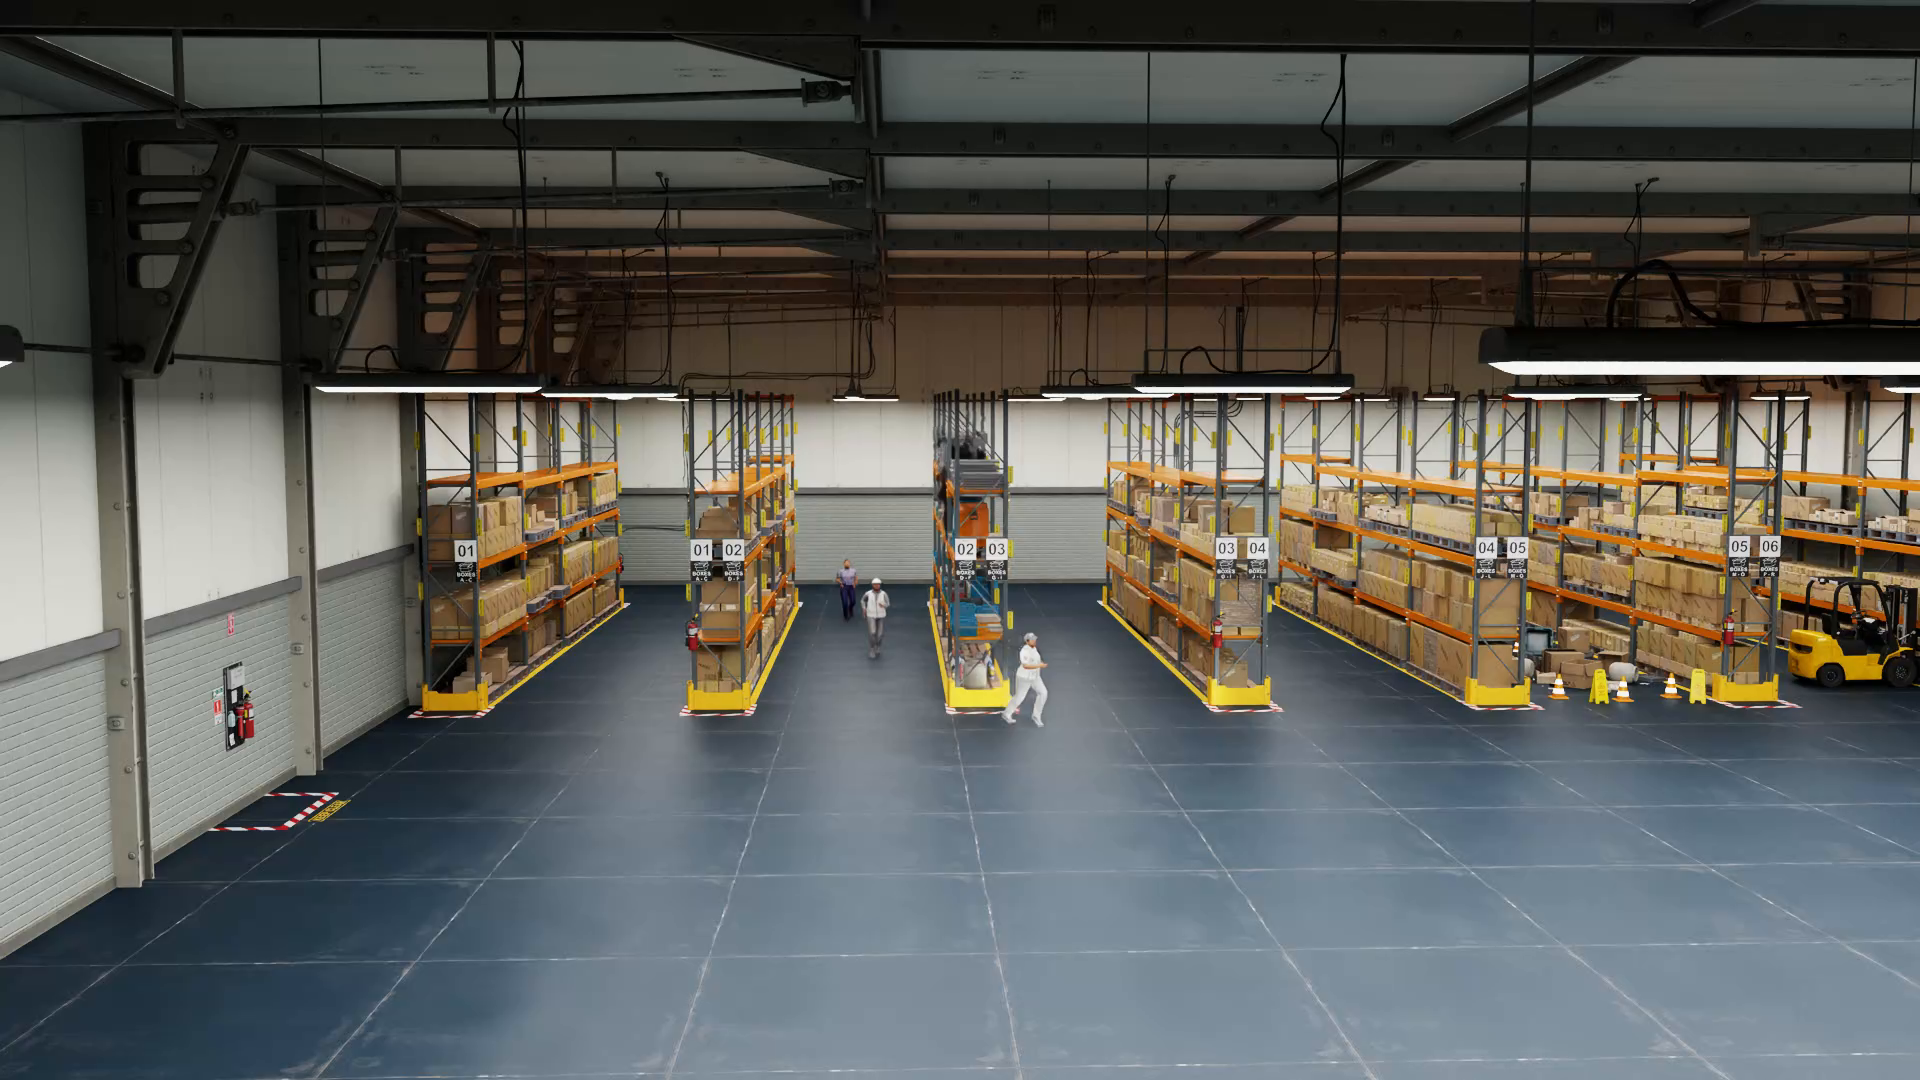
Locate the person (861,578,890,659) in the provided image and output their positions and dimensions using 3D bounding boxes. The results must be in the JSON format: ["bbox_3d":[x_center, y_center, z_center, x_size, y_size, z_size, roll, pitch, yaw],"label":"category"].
[{"bbox_3d":[-1.905,1.772,37.678,0.612,1.831,0.744,-1,5,-12],"label":"person"}]

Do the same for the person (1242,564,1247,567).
[{"bbox_3d":[8.191,1.008,48.274,0.502,1.589,0.665,-4,6,-40],"label":"person"}]

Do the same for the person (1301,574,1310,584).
[{"bbox_3d":[10.343,0.909,49.060,0.676,1.672,0.623,0,5,-4],"label":"person"}]

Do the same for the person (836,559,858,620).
[{"bbox_3d":[-3.001,1.329,44.235,0.585,1.577,0.548,-1,5,-11],"label":"person"}]

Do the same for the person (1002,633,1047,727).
[{"bbox_3d":[1.196,2.488,29.618,0.866,1.706,0.613,3,5,32],"label":"person"}]
